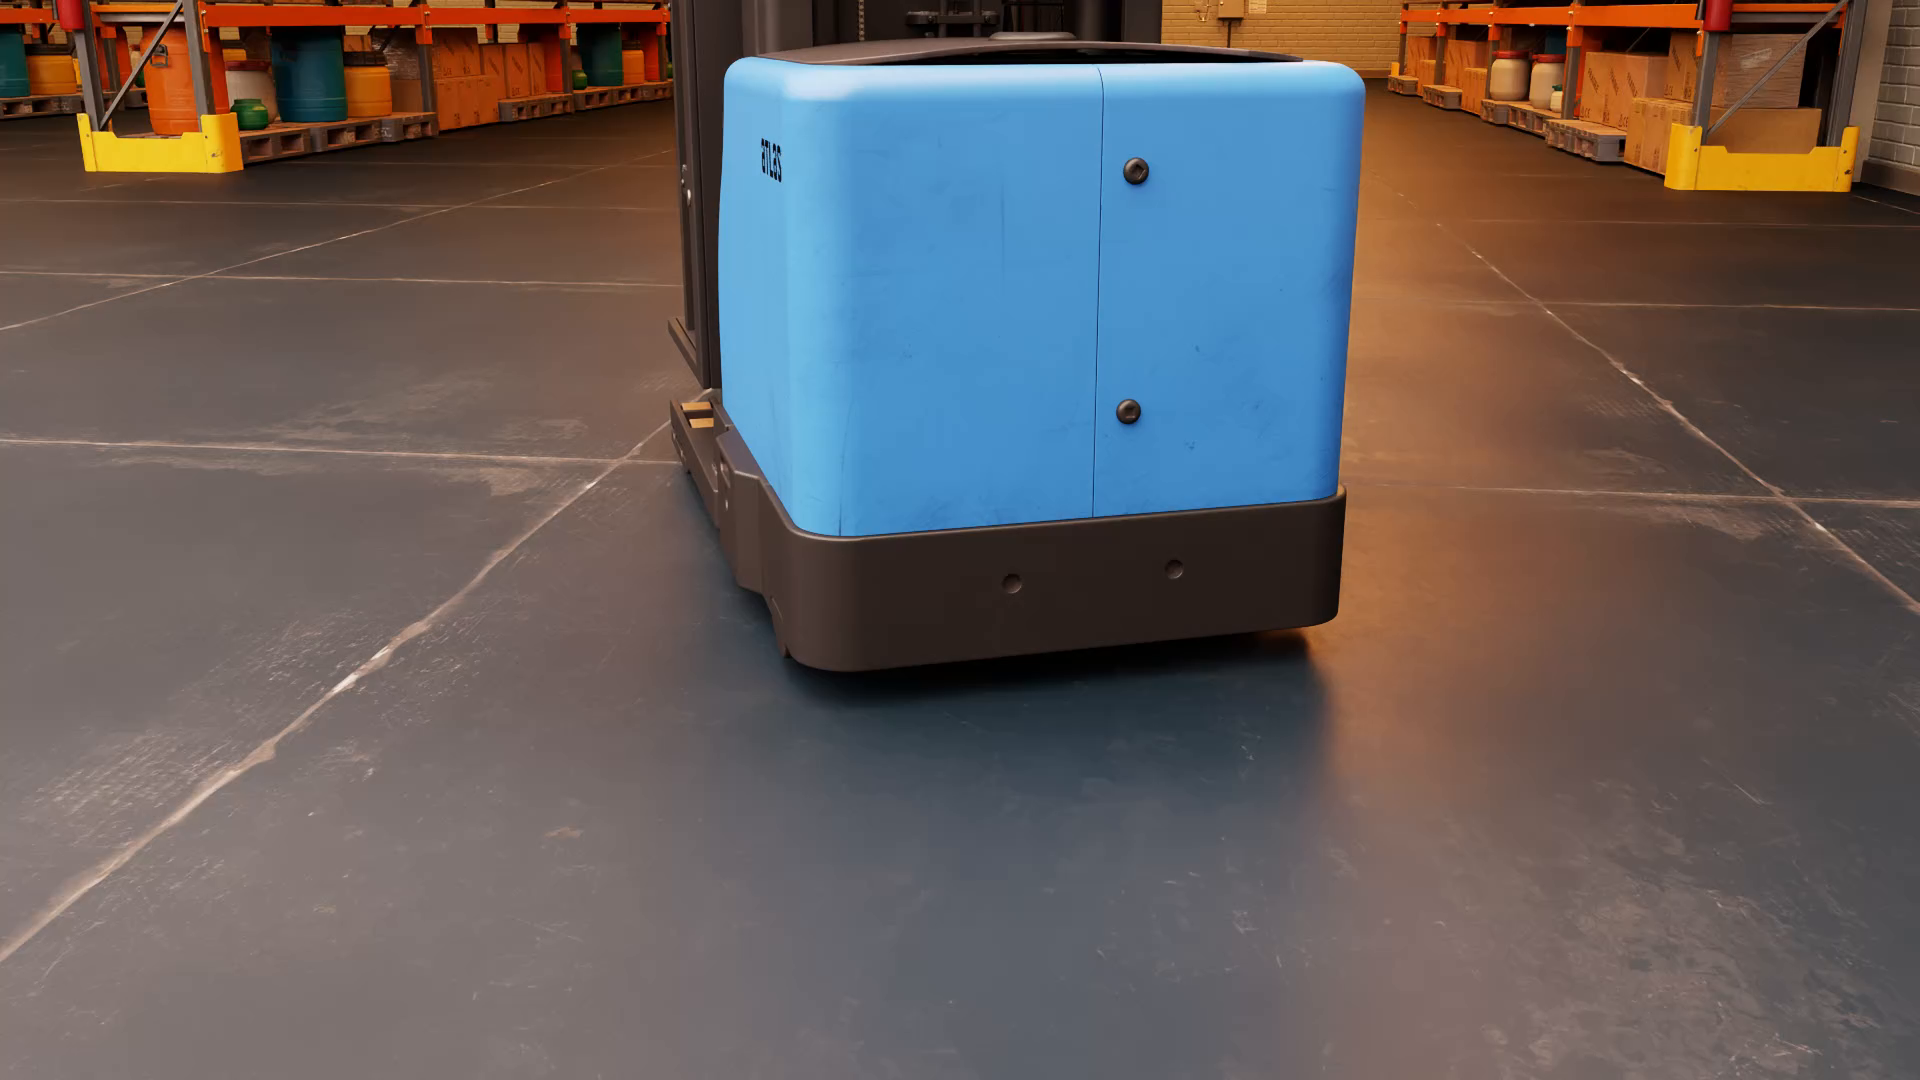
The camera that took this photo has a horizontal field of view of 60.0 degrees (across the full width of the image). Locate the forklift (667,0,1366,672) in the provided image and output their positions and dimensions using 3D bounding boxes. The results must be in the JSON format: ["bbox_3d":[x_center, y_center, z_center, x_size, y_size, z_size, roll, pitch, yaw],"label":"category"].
[{"bbox_3d":[-0.159,-1.575,3.946,1.130,2.935,3.031,-5,18,-14],"label":"forklift"}]
